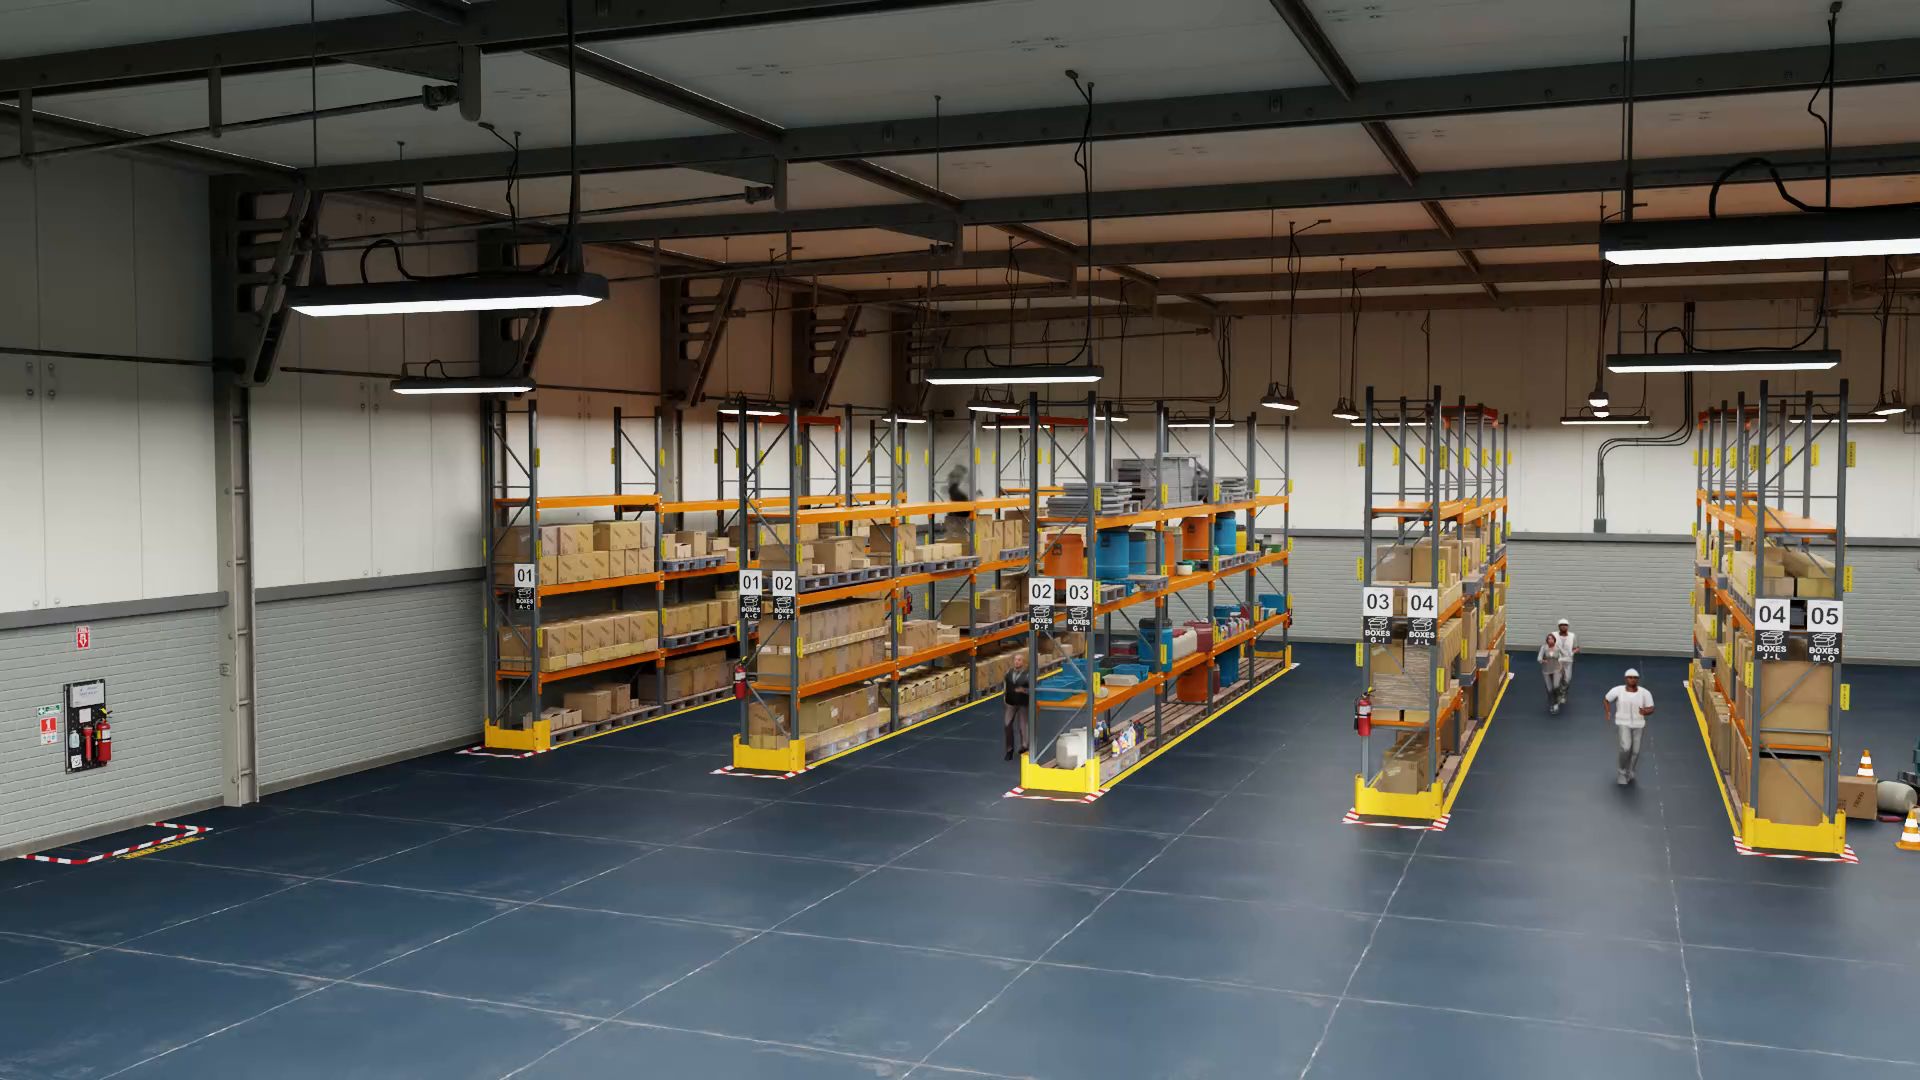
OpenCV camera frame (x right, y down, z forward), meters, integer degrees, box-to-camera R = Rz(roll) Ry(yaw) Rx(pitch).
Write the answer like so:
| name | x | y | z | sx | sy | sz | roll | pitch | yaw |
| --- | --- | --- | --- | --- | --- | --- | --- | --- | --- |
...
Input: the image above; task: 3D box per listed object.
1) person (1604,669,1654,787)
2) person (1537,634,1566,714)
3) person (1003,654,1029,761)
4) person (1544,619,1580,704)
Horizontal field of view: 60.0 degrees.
| name | x | y | z | sx | sy | sz | roll | pitch | yaw |
| --- | --- | --- | --- | --- | --- | --- | --- | --- | --- |
| person | 10.253 | 2.870 | 25.445 | 0.671 | 1.799 | 0.728 | 0 | 3 | 10 |
| person | 11.545 | 2.603 | 32.468 | 0.527 | 1.560 | 0.674 | 1 | 3 | 24 |
| person | 0.970 | 2.787 | 27.674 | 0.638 | 1.783 | 0.779 | 1 | 3 | 17 |
| person | 12.201 | 2.467 | 33.668 | 0.677 | 1.734 | 0.584 | 1 | 3 | 13 |
